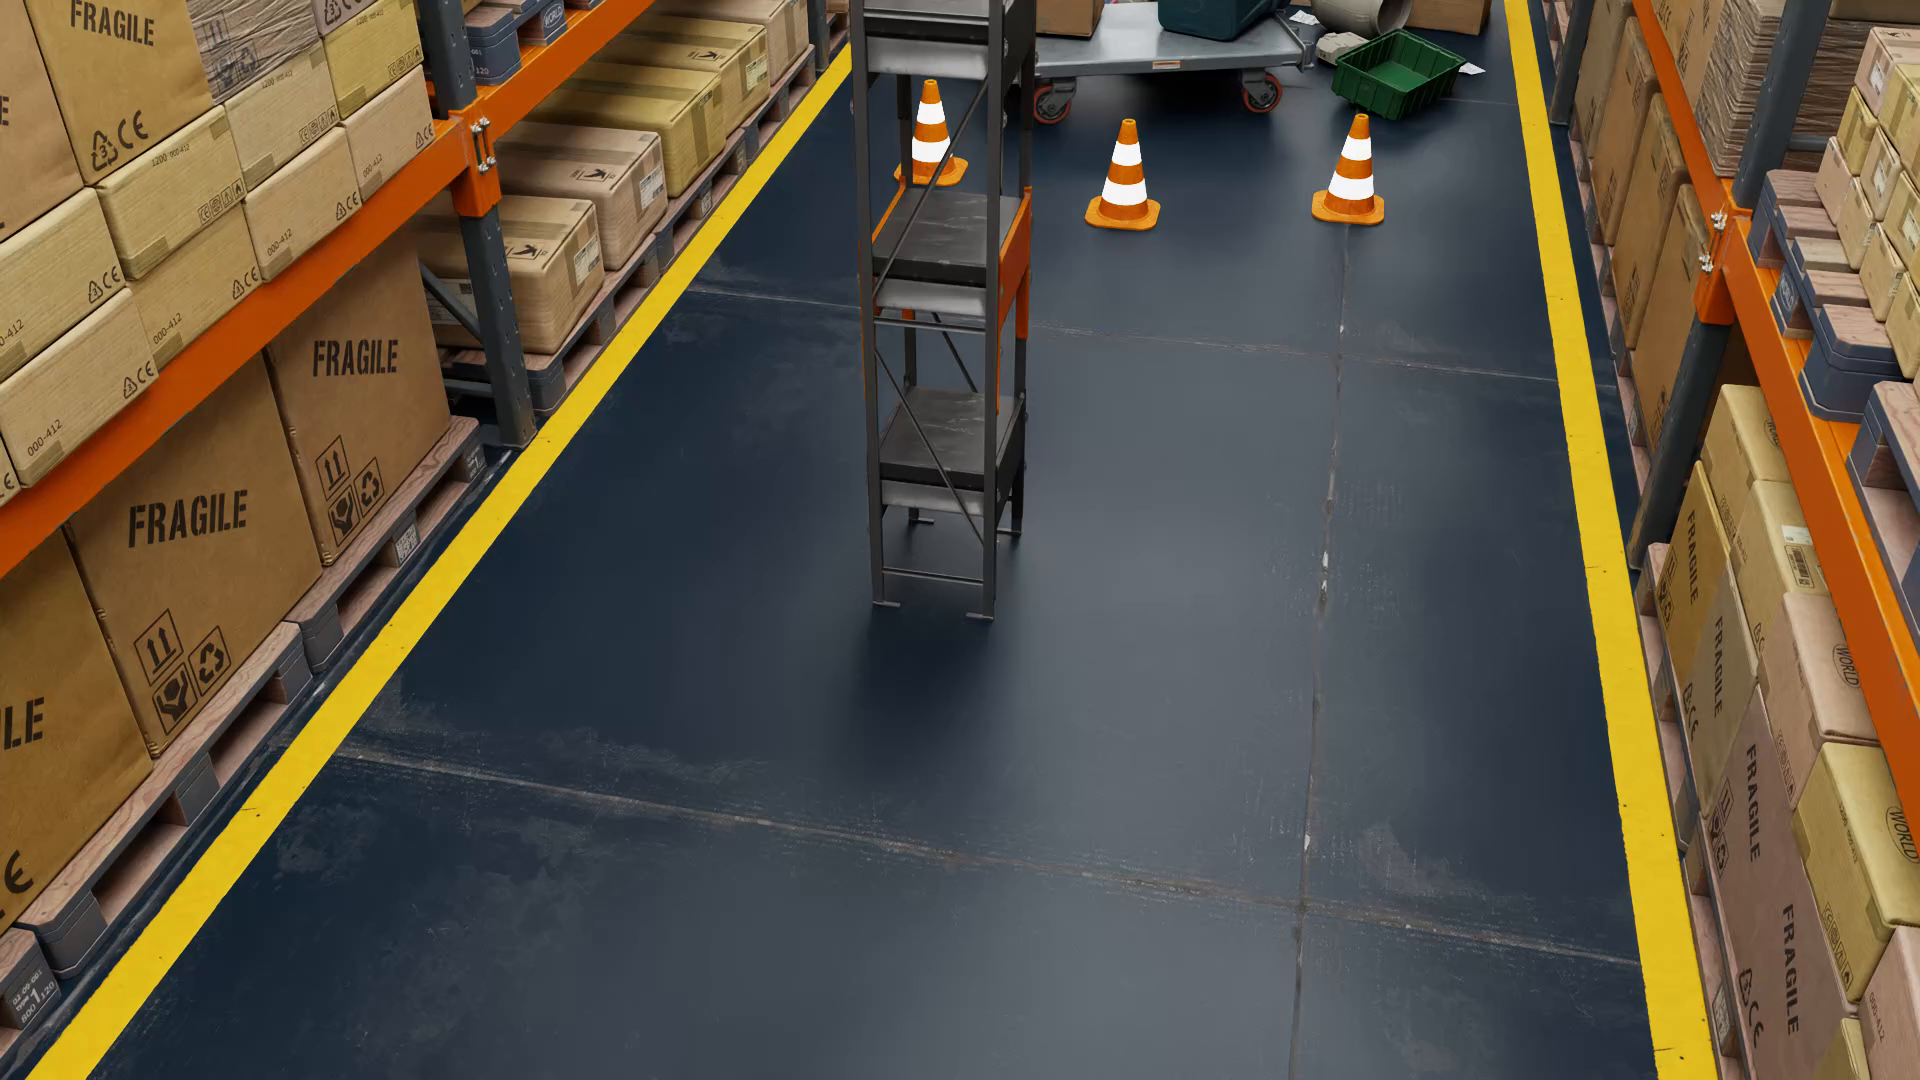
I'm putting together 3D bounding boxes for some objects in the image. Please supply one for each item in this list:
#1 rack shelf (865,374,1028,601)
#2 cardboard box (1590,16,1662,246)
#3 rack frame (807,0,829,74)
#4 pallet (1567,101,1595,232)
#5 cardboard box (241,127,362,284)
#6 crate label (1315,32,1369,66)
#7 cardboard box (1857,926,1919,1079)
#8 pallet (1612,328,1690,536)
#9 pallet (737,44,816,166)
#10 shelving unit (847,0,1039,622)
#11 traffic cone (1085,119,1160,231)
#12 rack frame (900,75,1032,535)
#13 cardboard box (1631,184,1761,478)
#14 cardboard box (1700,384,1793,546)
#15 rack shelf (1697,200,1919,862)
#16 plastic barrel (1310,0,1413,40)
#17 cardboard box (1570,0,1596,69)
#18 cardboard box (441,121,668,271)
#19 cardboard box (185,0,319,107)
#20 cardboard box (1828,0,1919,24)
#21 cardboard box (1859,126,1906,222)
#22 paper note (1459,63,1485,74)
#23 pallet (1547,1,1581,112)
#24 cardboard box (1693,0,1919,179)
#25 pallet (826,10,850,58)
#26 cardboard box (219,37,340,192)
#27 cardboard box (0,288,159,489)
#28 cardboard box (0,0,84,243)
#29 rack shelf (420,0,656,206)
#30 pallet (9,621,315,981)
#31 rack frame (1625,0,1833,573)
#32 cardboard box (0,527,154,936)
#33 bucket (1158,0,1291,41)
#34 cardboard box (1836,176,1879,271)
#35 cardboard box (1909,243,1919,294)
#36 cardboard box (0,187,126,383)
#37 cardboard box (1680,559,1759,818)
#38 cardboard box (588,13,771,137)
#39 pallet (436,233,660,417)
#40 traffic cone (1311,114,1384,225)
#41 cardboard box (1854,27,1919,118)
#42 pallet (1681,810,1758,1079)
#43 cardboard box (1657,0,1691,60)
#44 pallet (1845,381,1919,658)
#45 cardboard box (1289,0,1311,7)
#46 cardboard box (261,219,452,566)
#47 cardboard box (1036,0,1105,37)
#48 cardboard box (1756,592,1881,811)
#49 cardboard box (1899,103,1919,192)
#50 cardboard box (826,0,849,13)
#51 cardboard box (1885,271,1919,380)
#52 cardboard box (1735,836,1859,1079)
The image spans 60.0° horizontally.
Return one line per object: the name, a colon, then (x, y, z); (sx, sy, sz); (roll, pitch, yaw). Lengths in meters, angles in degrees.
rack shelf: (-0.035, -0.177, 5.422); (0.431, 0.518, 0.480); (7, 37, 10)
cardboard box: (3.356, -1.713, 7.117); (1.050, 0.750, 0.750); (7, 37, 10)
rack frame: (-1.247, -3.937, 8.626); (1.000, 3.000, 0.127); (7, 37, 10)
pallet: (3.520, -1.793, 8.044); (1.003, 0.211, 1.213); (7, 37, 10)
cardboard box: (-2.049, -0.965, 4.654); (0.500, 0.250, 0.500); (8, 37, 11)
crate label: (2.188, -2.799, 9.495); (0.298, 0.136, 0.250); (-17, 39, -22)
cardboard box: (1.937, 0.999, 2.949); (0.500, 0.250, 0.500); (9, 37, 12)
pallet: (2.998, -0.394, 6.114); (1.003, 0.211, 1.213); (7, 37, 10)
pallet: (-1.411, -2.361, 8.828); (1.003, 0.211, 1.213); (7, 37, 10)
shelving unit: (-0.035, -0.755, 5.003); (0.431, 2.100, 0.503); (7, 37, 10)
traffic cone: (0.771, -1.731, 7.745); (0.336, 0.463, 0.334); (7, 37, 10)
rack frame: (0.017, -0.895, 5.196); (0.400, 2.100, 0.015); (7, 37, 10)
cardboard box: (2.974, -0.678, 5.688); (1.050, 0.750, 0.750); (7, 36, 9)
cardboard box: (2.373, -0.177, 4.572); (0.500, 0.250, 0.500); (6, 36, 8)
rack shelf: (2.329, 0.357, 3.314); (1.077, 0.370, 4.000); (7, 37, 10)
plastic barrel: (2.355, -3.174, 9.768); (0.421, 0.421, 0.512); (-24, 42, -30)
cardboard box: (3.814, -3.036, 8.835); (0.875, 0.875, 0.875); (8, 37, 11)
cardboard box: (-1.821, -1.496, 7.140); (0.950, 0.372, 0.625); (7, 36, 9)
cardboard box: (-2.057, -1.464, 4.277); (0.500, 0.500, 0.500); (8, 37, 11)
cardboard box: (2.862, -1.782, 4.716); (0.700, 0.500, 0.500); (7, 37, 10)
cardboard box: (2.401, -0.862, 3.986); (0.380, 0.149, 0.250); (9, 37, 12)
paper note: (2.870, -2.671, 9.409); (0.147, 0.020, 0.142); (-17, 39, -22)
pallet: (3.850, -2.671, 9.256); (1.003, 0.211, 1.213); (7, 37, 10)
cardboard box: (2.590, -1.413, 5.059); (0.500, 0.500, 0.500); (7, 37, 10)
pallet: (-1.138, -3.197, 9.981); (1.003, 0.211, 1.213); (7, 37, 10)
cardboard box: (-2.062, -1.181, 4.525); (0.500, 0.250, 0.500); (6, 36, 9)
cardboard box: (-2.254, -0.383, 3.850); (0.500, 0.250, 0.500); (7, 36, 9)
cardboard box: (-2.285, -0.891, 3.486); (0.500, 0.500, 0.500); (7, 36, 9)
rack shelf: (-1.674, -2.499, 7.255); (1.077, 0.370, 4.000); (7, 37, 10)
pallet: (-2.606, 0.626, 4.707); (1.003, 0.211, 1.213); (7, 37, 10)
rack frame: (2.756, -1.081, 4.685); (1.000, 3.000, 0.127); (7, 37, 10)
cardboard box: (-2.716, 0.456, 4.018); (0.875, 0.875, 0.875); (8, 37, 11)
bucket: (1.388, -3.031, 8.870); (0.726, 0.611, 0.620); (20, 51, 26)
cardboard box: (2.406, -0.764, 4.105); (0.380, 0.149, 0.250); (9, 37, 12)
cardboard box: (2.294, -0.564, 3.575); (0.380, 0.149, 0.250); (7, 37, 10)
cardboard box: (-2.262, -0.587, 3.706); (0.500, 0.250, 0.500); (6, 36, 9)
cardboard box: (2.252, 0.423, 4.382); (0.500, 0.500, 0.500); (8, 37, 11)
cardboard box: (-1.506, -2.329, 8.289); (0.950, 0.372, 0.625); (10, 37, 13)
pallet: (-1.933, -0.962, 6.898); (1.003, 0.211, 1.213); (7, 37, 10)
traffic cone: (1.849, -1.767, 7.794); (0.336, 0.463, 0.334); (7, 37, 10)
cardboard box: (2.468, -1.147, 4.126); (0.380, 0.149, 0.250); (7, 37, 10)
pallet: (2.325, 1.193, 3.924); (1.003, 0.211, 1.213); (7, 37, 10)
cardboard box: (2.805, -1.986, 5.848); (0.500, 0.500, 0.500); (7, 36, 9)
pallet: (2.374, 0.137, 3.169); (1.003, 0.211, 1.213); (7, 37, 10)
cardboard box: (2.179, -3.483, 10.330); (0.396, 0.266, 0.258); (14, 38, 18)
cardboard box: (-2.330, -0.568, 5.430); (0.875, 0.875, 0.875); (7, 37, 10)
cardboard box: (0.499, -3.025, 8.853); (0.500, 0.500, 0.500); (7, 37, 10)
cardboard box: (2.146, 0.395, 3.782); (0.500, 0.250, 0.500); (8, 37, 10)
cardboard box: (2.357, -0.855, 3.723); (0.380, 0.149, 0.250); (7, 37, 10)
cardboard box: (-0.857, -3.298, 9.729); (0.500, 0.250, 0.500); (6, 36, 8)
cardboard box: (2.293, -0.455, 3.677); (0.380, 0.149, 0.250); (9, 37, 12)
cardboard box: (2.038, 1.011, 3.571); (0.500, 0.500, 0.500); (7, 36, 9)
